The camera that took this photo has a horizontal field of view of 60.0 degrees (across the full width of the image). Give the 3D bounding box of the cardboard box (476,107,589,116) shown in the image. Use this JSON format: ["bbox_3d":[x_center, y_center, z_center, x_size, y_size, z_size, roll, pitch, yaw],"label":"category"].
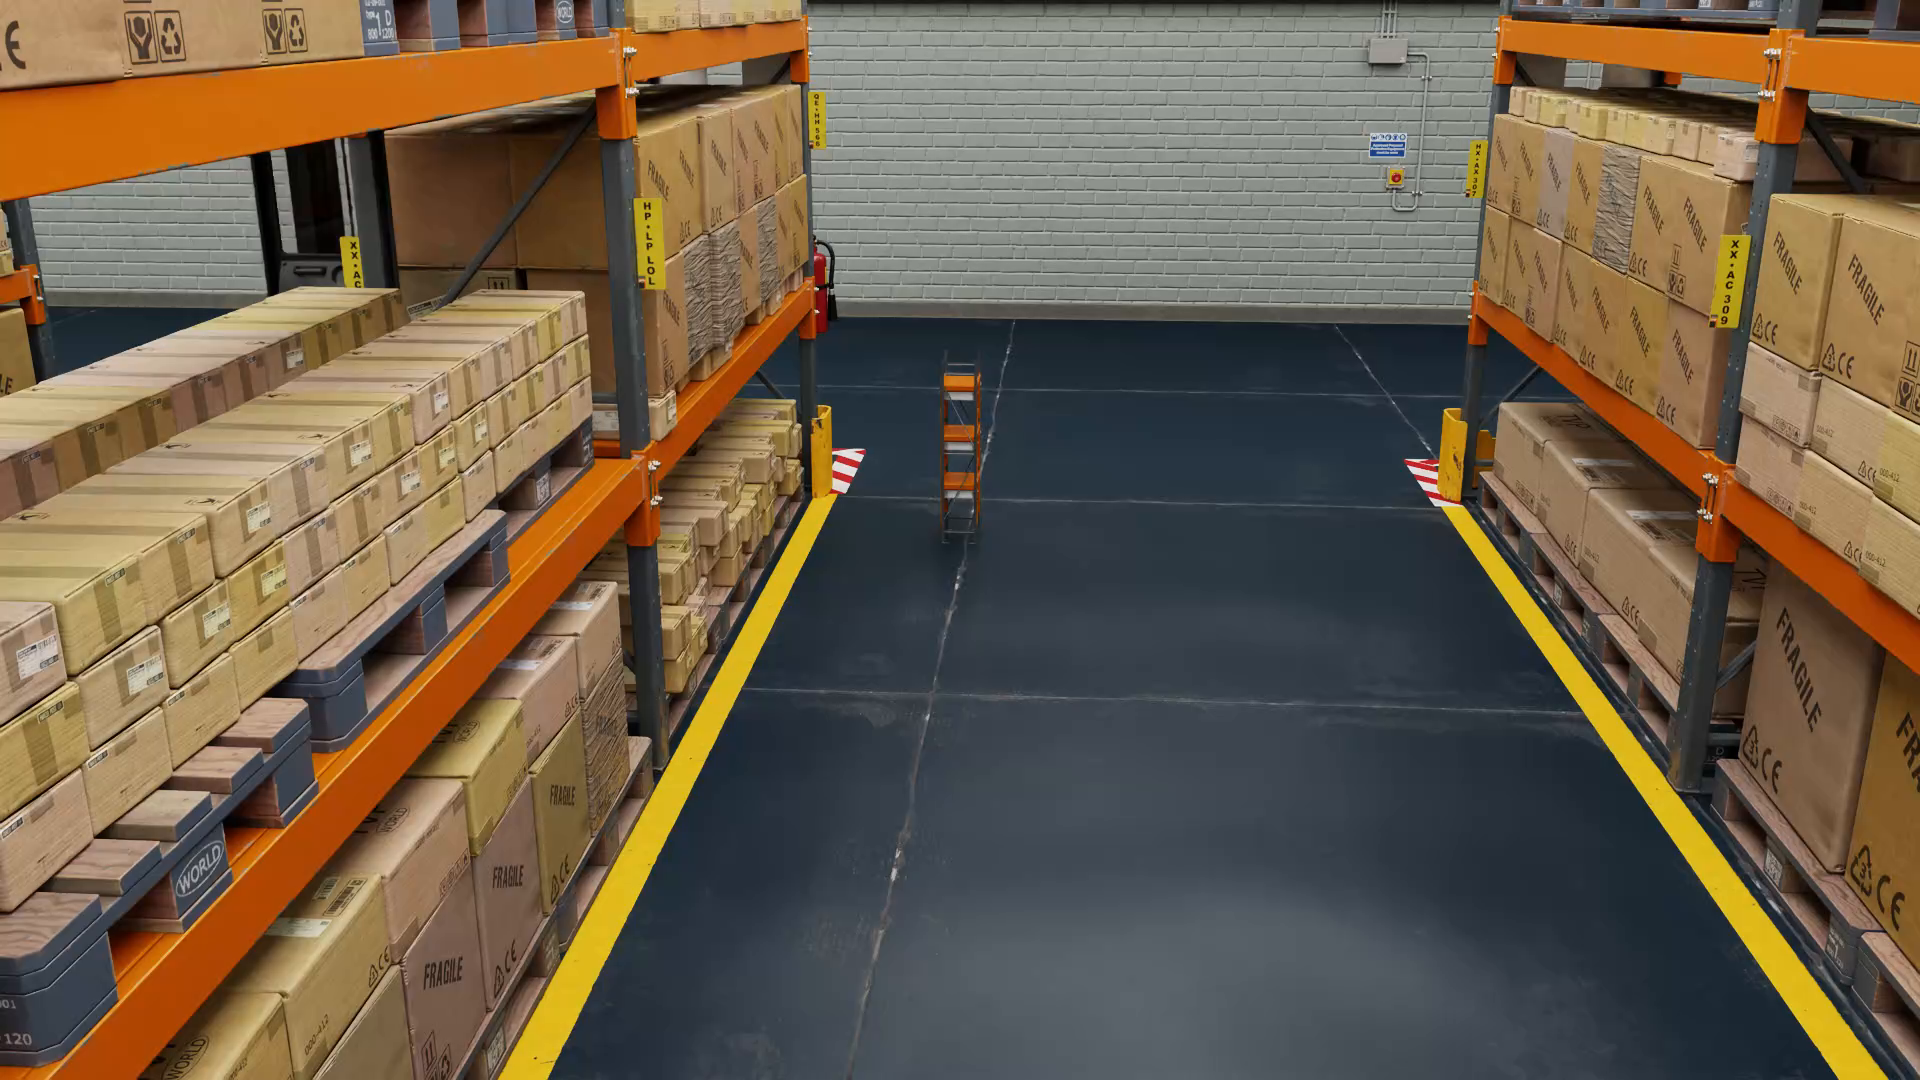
[{"bbox_3d":[-1.827,-1.665,7.444,0.500,0.500,0.500,2,18,5],"label":"cardboard box"}]

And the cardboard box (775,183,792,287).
[{"bbox_3d":[-1.205,-1.656,9.021,0.500,0.500,0.500,1,18,3],"label":"cardboard box"}]

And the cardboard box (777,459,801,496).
[{"bbox_3d":[-1.134,-0.367,9.629,0.380,0.149,0.250,2,18,6],"label":"cardboard box"}]

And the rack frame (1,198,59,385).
[{"bbox_3d":[-6.327,-1.914,10.448,1.000,3.000,0.127,1,18,4],"label":"rack frame"}]

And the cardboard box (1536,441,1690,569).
[{"bbox_3d":[3.553,-0.183,8.606,0.875,0.438,0.875,2,18,5],"label":"cardboard box"}]

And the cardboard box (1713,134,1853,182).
[{"bbox_3d":[2.975,-1.384,6.023,0.380,0.149,0.250,1,18,3],"label":"cardboard box"}]

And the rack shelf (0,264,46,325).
[{"bbox_3d":[-6.470,-0.951,8.664,1.077,0.370,4.000,1,18,4],"label":"rack shelf"}]

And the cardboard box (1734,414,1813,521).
[{"bbox_3d":[2.976,-0.249,5.606,0.500,0.250,0.500,1,18,3],"label":"cardboard box"}]

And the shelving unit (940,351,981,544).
[{"bbox_3d":[0.004,-0.516,9.310,0.215,1.050,0.252,1,18,4],"label":"shelving unit"}]

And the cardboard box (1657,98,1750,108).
[{"bbox_3d":[3.654,-2.090,8.175,0.380,0.149,0.250,1,18,3],"label":"cardboard box"}]

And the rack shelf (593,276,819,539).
[{"bbox_3d":[-1.530,-0.809,8.230,1.077,0.370,4.000,1,18,4],"label":"rack shelf"}]

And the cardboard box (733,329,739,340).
[{"bbox_3d":[-1.311,-1.064,8.257,0.380,0.149,0.250,2,18,5],"label":"cardboard box"}]

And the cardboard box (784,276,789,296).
[{"bbox_3d":[-1.184,-1.469,9.492,0.380,0.149,0.250,1,18,4],"label":"cardboard box"}]

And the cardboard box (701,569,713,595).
[{"bbox_3d":[-1.389,0.194,7.917,0.380,0.149,0.250,1,18,2],"label":"cardboard box"}]

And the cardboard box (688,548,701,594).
[{"bbox_3d":[-1.396,0.138,7.612,0.380,0.149,0.250,0,18,1],"label":"cardboard box"}]

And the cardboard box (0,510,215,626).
[{"bbox_3d":[-1.695,0.051,3.224,0.380,0.149,0.250,1,18,4],"label":"cardboard box"}]

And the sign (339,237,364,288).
[{"bbox_3d":[-2.215,-0.951,6.118,0.100,0.325,0.005,1,18,4],"label":"sign"}]

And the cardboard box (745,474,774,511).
[{"bbox_3d":[-1.200,-0.265,8.842,0.380,0.149,0.250,2,18,5],"label":"cardboard box"}]

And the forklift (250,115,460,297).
[{"bbox_3d":[-3.179,-1.286,8.641,1.130,2.935,3.031,2,18,5],"label":"forklift"}]

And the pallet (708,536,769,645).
[{"bbox_3d":[-1.576,0.206,8.455,1.003,0.211,1.213,1,18,4],"label":"pallet"}]

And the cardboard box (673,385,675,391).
[{"bbox_3d":[-1.416,-0.657,7.014,0.380,0.149,0.250,0,18,1],"label":"cardboard box"}]

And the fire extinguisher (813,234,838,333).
[{"bbox_3d":[-0.909,-1.626,10.291,0.296,0.674,0.183,1,18,4],"label":"fire extinguisher"}]

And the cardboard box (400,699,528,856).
[{"bbox_3d":[-1.549,0.663,4.718,0.500,0.250,0.500,0,18,1],"label":"cardboard box"}]

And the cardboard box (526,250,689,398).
[{"bbox_3d":[-1.387,-0.867,6.613,0.500,0.500,0.500,1,18,3],"label":"cardboard box"}]

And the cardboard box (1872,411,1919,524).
[{"bbox_3d":[2.886,-0.168,4.556,0.500,0.250,0.500,2,18,5],"label":"cardboard box"}]

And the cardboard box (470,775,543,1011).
[{"bbox_3d":[-1.554,1.013,4.856,0.500,0.500,0.500,1,18,3],"label":"cardboard box"}]

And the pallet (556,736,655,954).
[{"bbox_3d":[-1.728,1.037,5.919,1.003,0.211,1.213,1,18,4],"label":"pallet"}]

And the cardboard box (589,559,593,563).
[{"bbox_3d":[-1.822,-0.010,7.585,0.380,0.149,0.250,2,18,6],"label":"cardboard box"}]

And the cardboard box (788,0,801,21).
[{"bbox_3d":[-1.156,-2.979,9.121,0.500,0.250,0.500,1,18,3],"label":"cardboard box"}]

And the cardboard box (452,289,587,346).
[{"bbox_3d":[-1.508,-0.764,5.710,0.380,0.149,0.250,2,18,6],"label":"cardboard box"}]

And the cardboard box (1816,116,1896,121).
[{"bbox_3d":[3.658,-1.692,6.961,0.380,0.149,0.250,1,18,2],"label":"cardboard box"}]

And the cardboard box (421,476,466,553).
[{"bbox_3d":[-1.595,-0.078,4.571,0.380,0.149,0.250,2,18,6],"label":"cardboard box"}]

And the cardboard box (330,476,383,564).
[{"bbox_3d":[-1.635,-0.055,4.024,0.380,0.149,0.250,1,18,3],"label":"cardboard box"}]

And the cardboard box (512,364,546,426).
[{"bbox_3d":[-1.544,-0.465,5.275,0.380,0.149,0.250,2,18,6],"label":"cardboard box"}]

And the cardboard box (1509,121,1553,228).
[{"bbox_3d":[3.209,-1.912,8.676,0.500,0.500,0.500,1,18,2],"label":"cardboard box"}]

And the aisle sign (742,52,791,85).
[{"bbox_3d":[-1.082,-3.023,9.658,0.394,0.787,0.004,1,18,4],"label":"aisle sign"}]

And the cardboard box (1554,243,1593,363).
[{"bbox_3d":[3.155,-1.127,7.883,0.500,0.500,0.500,2,18,6],"label":"cardboard box"}]

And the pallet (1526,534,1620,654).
[{"bbox_3d":[3.488,0.260,8.290,1.003,0.211,1.213,1,18,4],"label":"pallet"}]

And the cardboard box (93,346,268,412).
[{"bbox_3d":[-2.234,-0.457,4.775,0.380,0.149,0.250,1,18,3],"label":"cardboard box"}]

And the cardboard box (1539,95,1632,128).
[{"bbox_3d":[3.174,-2.177,8.440,0.380,0.149,0.250,1,18,2],"label":"cardboard box"}]

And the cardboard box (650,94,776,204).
[{"bbox_3d":[-1.236,-1.969,8.372,0.500,0.500,0.500,2,18,7],"label":"cardboard box"}]

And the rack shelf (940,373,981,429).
[{"bbox_3d":[0.004,-0.775,9.225,0.215,0.259,0.240,1,18,4],"label":"rack shelf"}]

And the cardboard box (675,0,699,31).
[{"bbox_3d":[-1.350,-2.178,6.675,0.500,0.250,0.500,1,18,3],"label":"cardboard box"}]

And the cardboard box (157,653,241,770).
[{"bbox_3d":[-1.689,0.331,3.325,0.380,0.149,0.250,2,18,7],"label":"cardboard box"}]

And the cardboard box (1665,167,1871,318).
[{"bbox_3d":[3.029,-1.126,6.276,0.500,0.500,0.500,1,18,3],"label":"cardboard box"}]

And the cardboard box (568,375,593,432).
[{"bbox_3d":[-1.505,-0.482,5.807,0.380,0.149,0.250,1,18,3],"label":"cardboard box"}]

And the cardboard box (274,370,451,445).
[{"bbox_3d":[-1.602,-0.359,4.475,0.380,0.149,0.250,0,18,1],"label":"cardboard box"}]

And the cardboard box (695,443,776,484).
[{"bbox_3d":[-1.185,-0.406,8.793,0.380,0.149,0.250,2,18,6],"label":"cardboard box"}]

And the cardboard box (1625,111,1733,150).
[{"bbox_3d":[3.130,-1.780,7.230,0.380,0.149,0.250,1,18,3],"label":"cardboard box"}]

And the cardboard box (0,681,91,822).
[{"bbox_3d":[-1.726,0.345,2.803,0.380,0.149,0.250,2,18,6],"label":"cardboard box"}]

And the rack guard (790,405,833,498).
[{"bbox_3d":[-1.392,-0.561,10.331,1.175,0.500,0.348,1,18,4],"label":"rack guard"}]

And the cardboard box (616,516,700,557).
[{"bbox_3d":[-1.399,-0.005,7.570,0.380,0.149,0.250,1,18,2],"label":"cardboard box"}]
